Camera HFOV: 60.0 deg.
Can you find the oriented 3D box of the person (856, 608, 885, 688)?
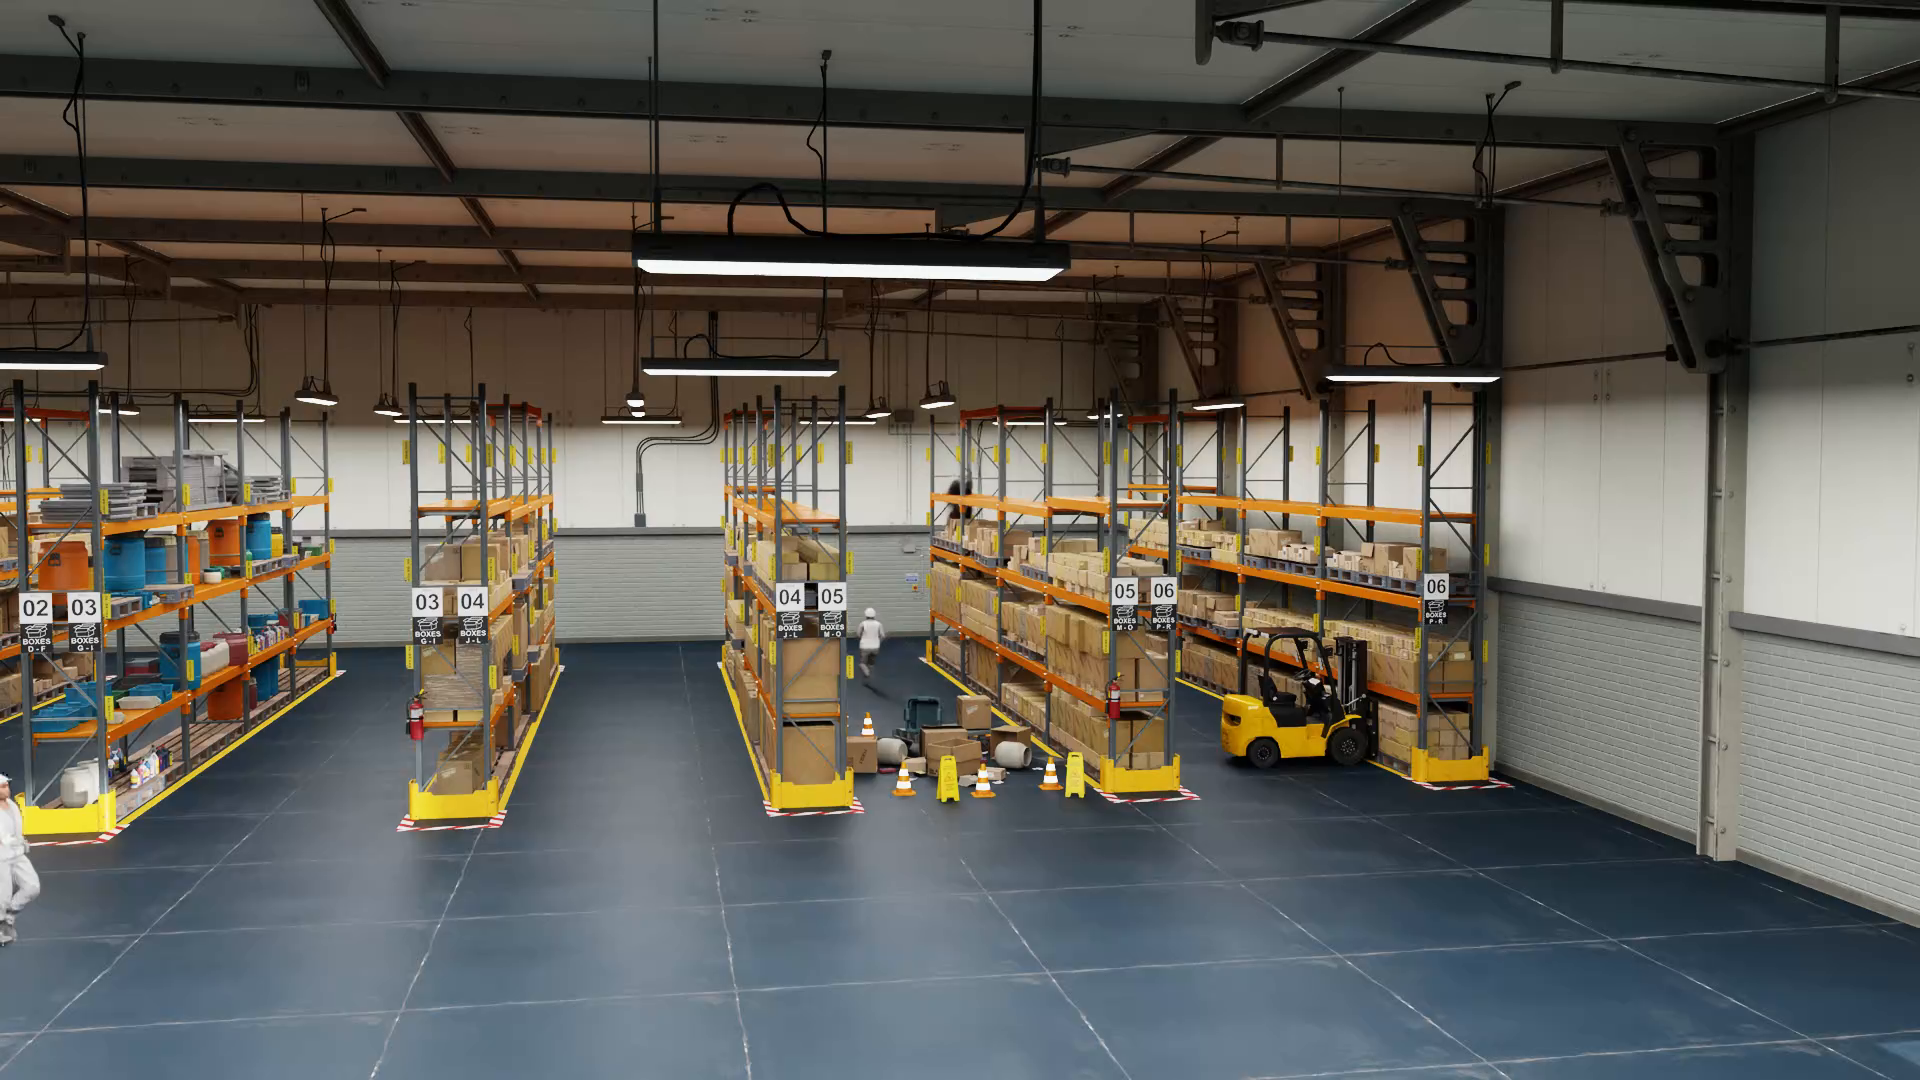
[{"bbox_3d":[-1.944,2.321,35.851,0.644,1.727,0.580,-1,3,-16],"label":"person"}]

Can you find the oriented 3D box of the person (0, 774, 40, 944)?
[{"bbox_3d":[-9.689,3.249,16.962,0.606,1.745,0.640,1,3,12],"label":"person"}]
